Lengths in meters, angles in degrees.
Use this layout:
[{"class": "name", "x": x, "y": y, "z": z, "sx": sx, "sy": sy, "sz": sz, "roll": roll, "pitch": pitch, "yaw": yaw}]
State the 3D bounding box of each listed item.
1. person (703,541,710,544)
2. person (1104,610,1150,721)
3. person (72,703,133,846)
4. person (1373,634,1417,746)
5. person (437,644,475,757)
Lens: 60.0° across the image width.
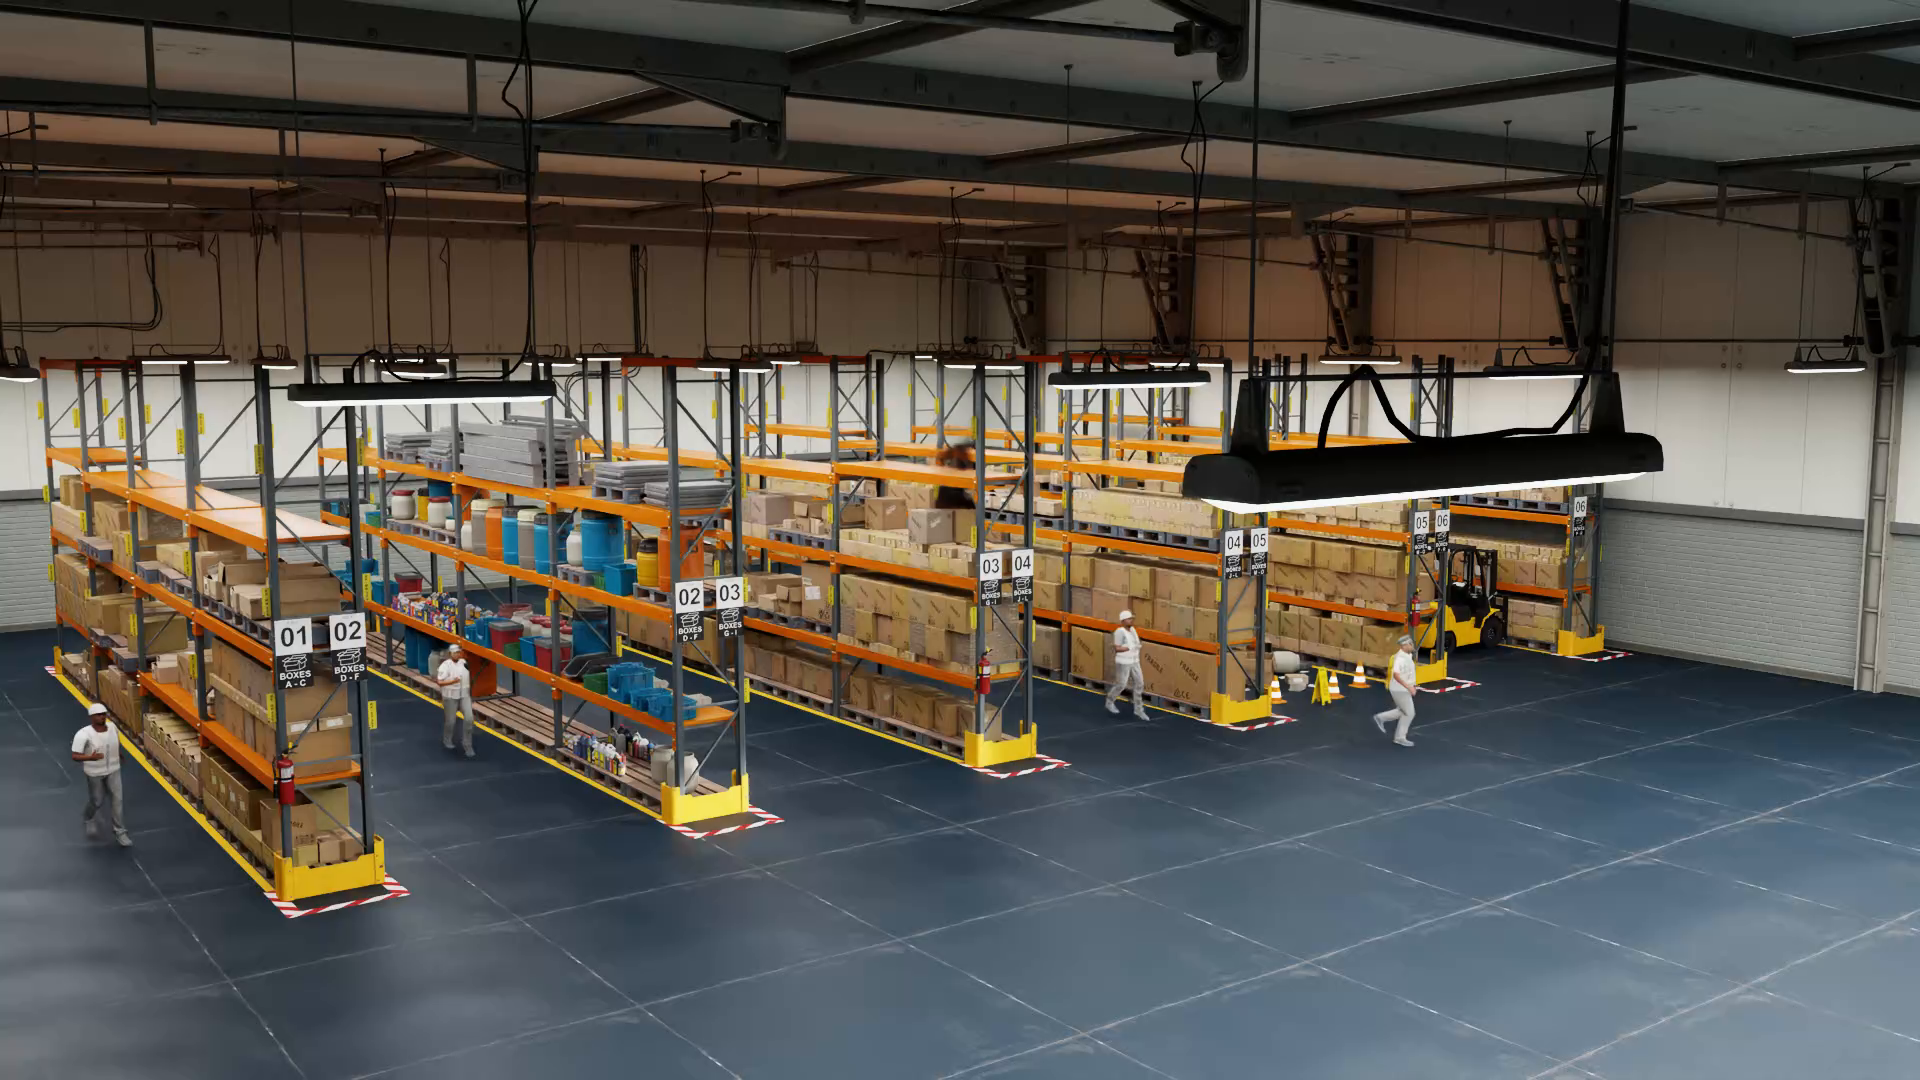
[{"class": "person", "x": -6.340, "y": 0.646, "z": 40.064, "sx": 0.760, "sy": 1.775, "sz": 0.915, "roll": 1, "pitch": 7, "yaw": 10}, {"class": "person", "x": 2.793, "y": 2.086, "z": 27.855, "sx": 0.828, "sy": 1.820, "sz": 0.651, "roll": 6, "pitch": 9, "yaw": 42}, {"class": "person", "x": -10.782, "y": 2.924, "z": 20.898, "sx": 0.962, "sy": 1.771, "sz": 0.695, "roll": 5, "pitch": 9, "yaw": 37}, {"class": "person", "x": 6.852, "y": 2.338, "z": 26.154, "sx": 0.667, "sy": 1.771, "sz": 0.669, "roll": 2, "pitch": 7, "yaw": 16}, {"class": "person", "x": -7.732, "y": 2.446, "z": 25.523, "sx": 0.590, "sy": 1.721, "sz": 0.726, "roll": -5, "pitch": 9, "yaw": -37}]
